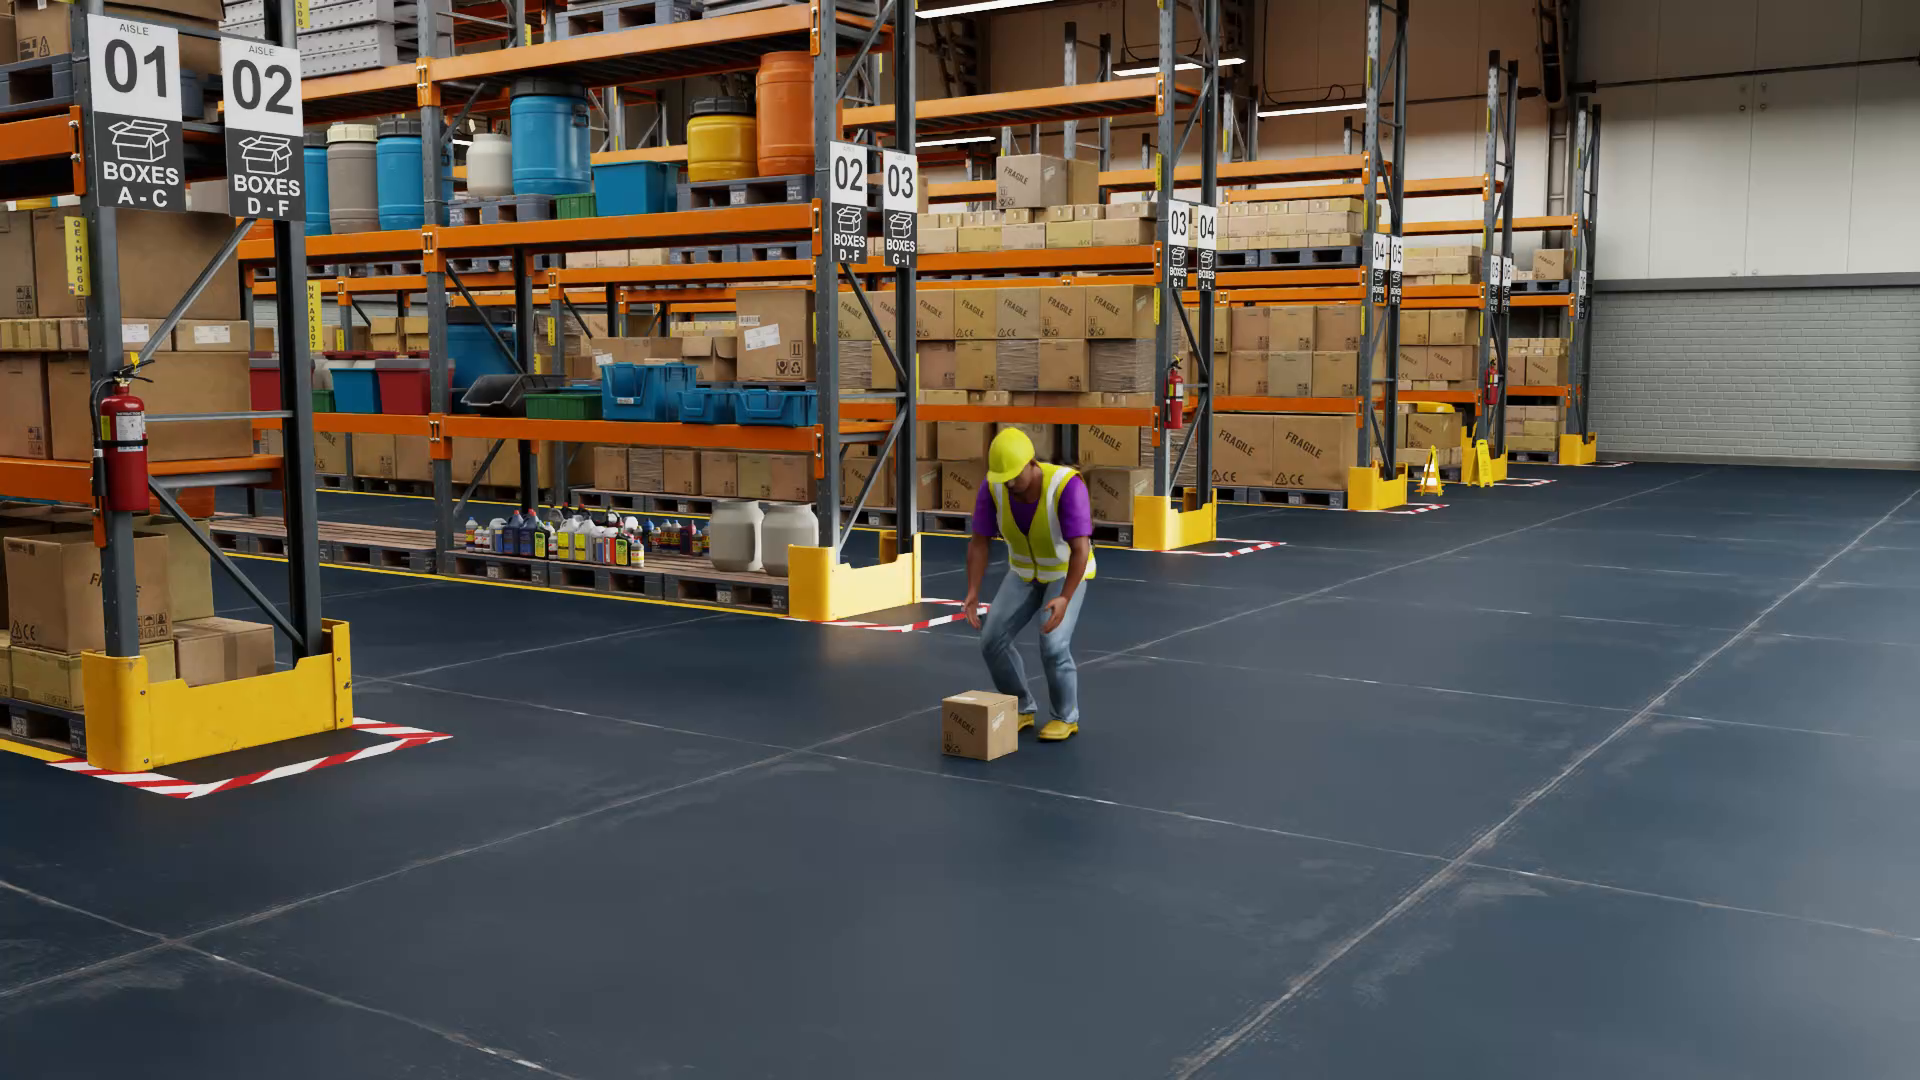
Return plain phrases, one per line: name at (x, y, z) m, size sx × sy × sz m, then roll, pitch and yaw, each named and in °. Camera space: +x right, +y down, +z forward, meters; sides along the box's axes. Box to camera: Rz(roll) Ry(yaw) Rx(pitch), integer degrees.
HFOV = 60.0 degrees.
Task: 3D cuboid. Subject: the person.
person at (0.360, 0.199, 7.760) m, size 0.630 × 1.461 × 0.728 m, roll 4°, pitch 8°, yaw 34°
